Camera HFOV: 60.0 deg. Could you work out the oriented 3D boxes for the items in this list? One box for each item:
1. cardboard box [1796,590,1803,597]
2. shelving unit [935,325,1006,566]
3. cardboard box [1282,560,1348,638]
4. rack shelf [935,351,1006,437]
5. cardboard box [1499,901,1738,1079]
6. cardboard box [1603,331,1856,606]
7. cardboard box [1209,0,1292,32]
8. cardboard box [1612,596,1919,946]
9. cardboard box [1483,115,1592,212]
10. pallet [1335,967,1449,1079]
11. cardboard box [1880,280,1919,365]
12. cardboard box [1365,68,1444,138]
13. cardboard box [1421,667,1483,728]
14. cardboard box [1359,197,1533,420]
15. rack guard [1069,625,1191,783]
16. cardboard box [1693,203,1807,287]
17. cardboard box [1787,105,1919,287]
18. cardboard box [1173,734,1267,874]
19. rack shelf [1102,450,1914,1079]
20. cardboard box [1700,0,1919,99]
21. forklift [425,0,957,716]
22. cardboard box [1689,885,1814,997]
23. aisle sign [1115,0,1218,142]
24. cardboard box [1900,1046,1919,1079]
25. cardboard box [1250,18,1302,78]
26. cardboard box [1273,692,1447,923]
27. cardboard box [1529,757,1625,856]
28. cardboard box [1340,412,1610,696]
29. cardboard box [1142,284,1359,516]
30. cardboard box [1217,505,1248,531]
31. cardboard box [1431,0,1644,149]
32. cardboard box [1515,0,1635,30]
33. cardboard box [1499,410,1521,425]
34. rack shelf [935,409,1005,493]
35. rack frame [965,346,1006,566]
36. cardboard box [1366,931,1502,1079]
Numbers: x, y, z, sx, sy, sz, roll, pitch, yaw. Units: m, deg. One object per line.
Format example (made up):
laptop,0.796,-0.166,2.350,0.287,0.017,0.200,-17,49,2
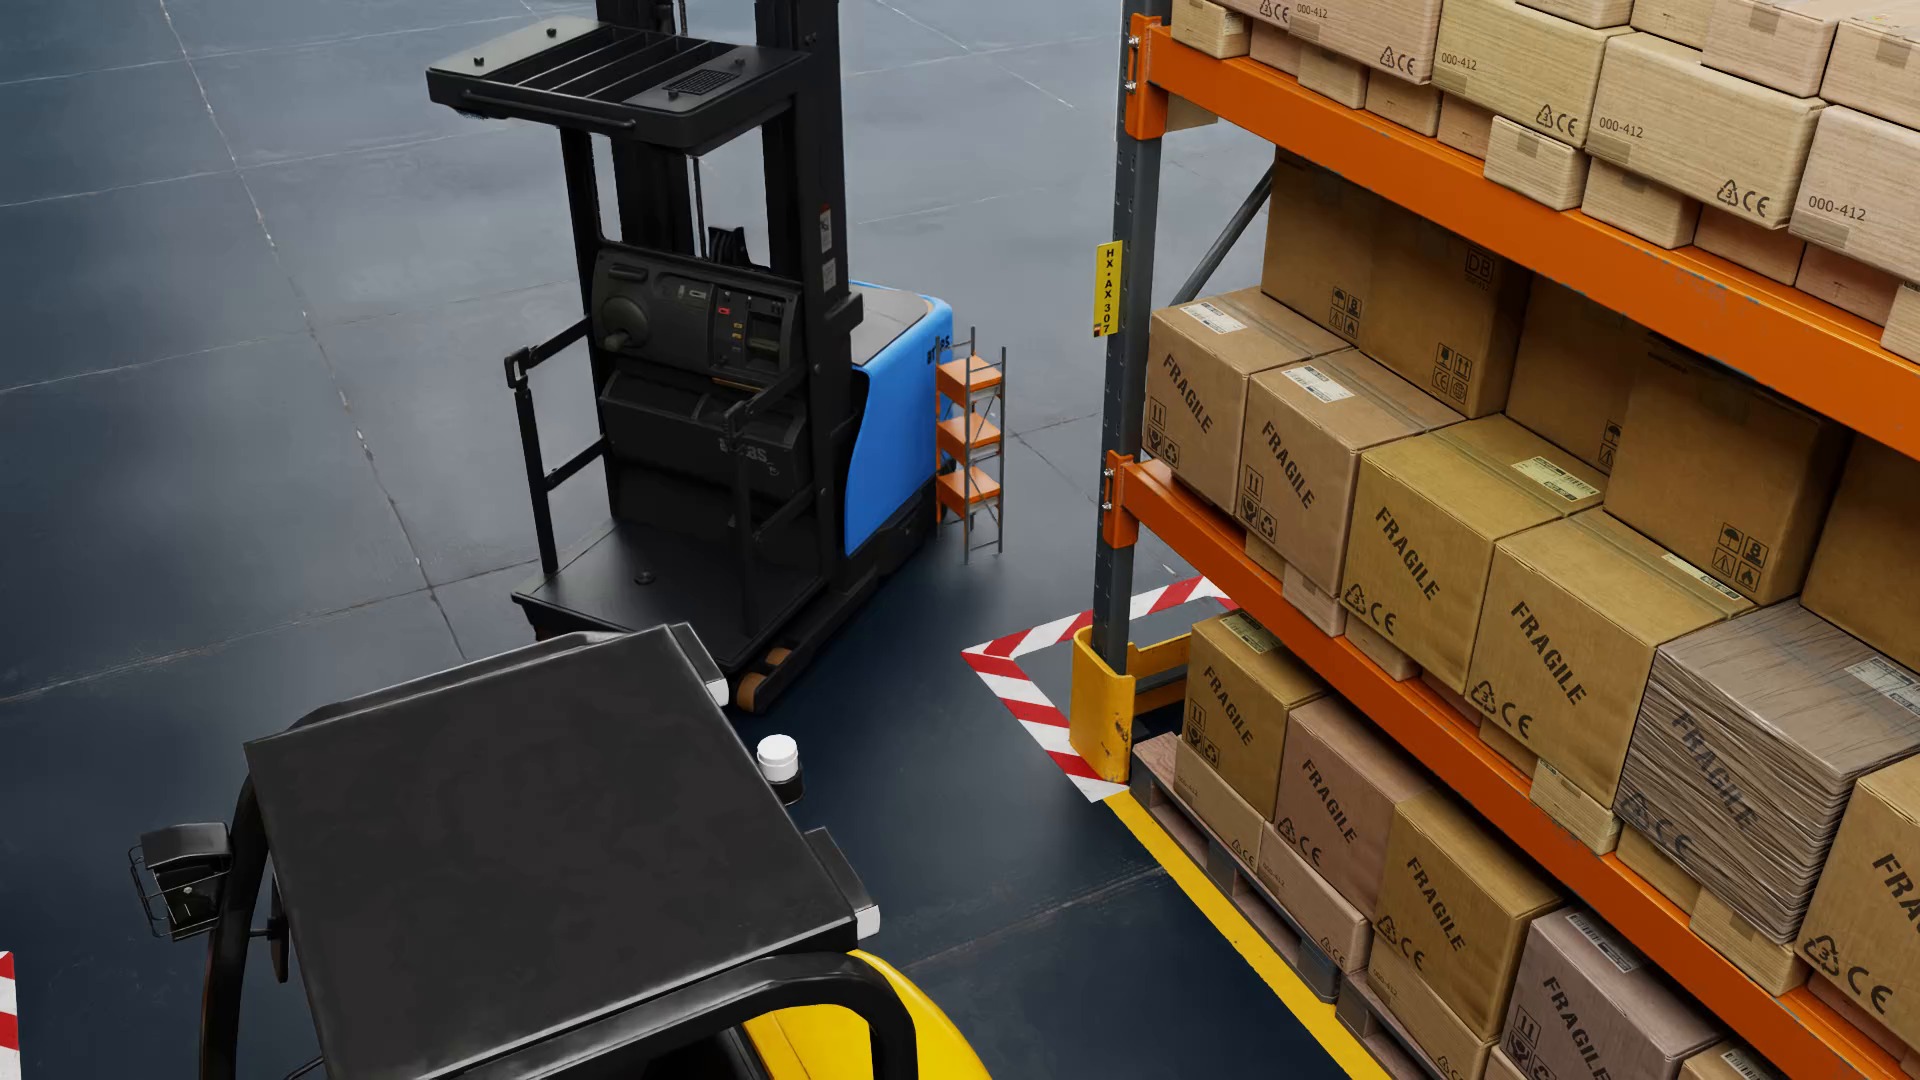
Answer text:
cardboard box,2.143,0.156,4.358,0.500,0.500,0.500,-15,36,-23
shelving unit,0.044,-0.410,7.416,0.215,1.050,0.252,-19,37,-27
cardboard box,1.202,0.124,5.009,0.380,0.149,0.250,-15,36,-22
rack shelf,0.044,-0.640,7.269,0.215,0.259,0.240,-19,37,-27
cardboard box,1.841,1.281,4.435,0.500,0.500,0.500,-14,35,-21
cardboard box,2.066,-0.258,4.077,0.700,0.500,0.500,-16,36,-23
cardboard box,0.965,-1.611,4.567,0.500,0.250,0.500,-17,36,-24
cardboard box,1.912,0.509,3.807,0.500,0.500,0.500,-15,36,-22
cardboard box,1.440,-0.894,3.818,0.380,0.149,0.250,-15,36,-23
pallet,1.914,1.596,5.064,1.003,0.211,1.213,-16,36,-23
cardboard box,1.947,-0.410,3.061,0.380,0.149,0.250,-15,36,-22
cardboard box,1.266,-1.160,4.233,0.380,0.149,0.250,-16,36,-23
cardboard box,1.528,0.350,4.656,0.380,0.149,0.250,-15,35,-22
cardboard box,1.627,-0.749,4.843,0.700,0.500,0.500,-16,36,-23
rack guard,1.002,0.496,6.512,1.175,0.500,0.348,-16,36,-23
cardboard box,1.778,-0.677,3.478,0.380,0.149,0.250,-16,36,-24
cardboard box,1.926,-0.640,3.051,0.500,0.250,0.500,-16,36,-24
cardboard box,1.098,0.843,5.814,0.500,0.250,0.500,-16,36,-23
rack shelf,1.899,0.665,4.599,1.077,0.370,4.000,-16,36,-23
cardboard box,1.683,-0.989,3.227,0.380,0.149,0.250,-15,36,-22
forklift,-1.134,-0.811,6.299,1.130,2.935,3.031,15,36,22
cardboard box,1.935,0.861,3.858,0.380,0.149,0.250,-16,36,-24
aisle sign,0.663,-1.639,5.118,0.394,0.787,0.004,-16,36,-23
cardboard box,2.237,1.084,3.511,0.380,0.149,0.250,-16,36,-23
cardboard box,1.036,-1.407,4.618,0.380,0.149,0.250,-17,36,-25
cardboard box,1.357,0.786,5.206,0.500,0.500,0.500,-17,36,-25
cardboard box,1.691,0.618,4.238,0.380,0.149,0.250,-16,36,-23
cardboard box,1.425,0.025,4.562,0.500,0.500,0.500,-17,36,-24
cardboard box,0.942,-0.464,5.326,0.500,0.500,0.500,-16,36,-24
cardboard box,1.072,-0.156,5.446,0.380,0.149,0.250,-15,36,-22
cardboard box,1.454,-1.128,3.812,0.500,0.250,0.500,-15,35,-22
cardboard box,1.446,-1.236,3.612,0.380,0.149,0.250,-15,36,-22
cardboard box,1.693,-0.330,5.117,0.500,0.500,0.500,-16,36,-23
rack shelf,0.044,-0.401,7.422,0.215,0.259,0.240,-19,37,-27
rack frame,0.109,-0.354,7.329,0.200,1.050,0.008,-19,37,-27
cardboard box,1.595,1.345,5.029,0.500,0.250,0.500,-13,35,-20
